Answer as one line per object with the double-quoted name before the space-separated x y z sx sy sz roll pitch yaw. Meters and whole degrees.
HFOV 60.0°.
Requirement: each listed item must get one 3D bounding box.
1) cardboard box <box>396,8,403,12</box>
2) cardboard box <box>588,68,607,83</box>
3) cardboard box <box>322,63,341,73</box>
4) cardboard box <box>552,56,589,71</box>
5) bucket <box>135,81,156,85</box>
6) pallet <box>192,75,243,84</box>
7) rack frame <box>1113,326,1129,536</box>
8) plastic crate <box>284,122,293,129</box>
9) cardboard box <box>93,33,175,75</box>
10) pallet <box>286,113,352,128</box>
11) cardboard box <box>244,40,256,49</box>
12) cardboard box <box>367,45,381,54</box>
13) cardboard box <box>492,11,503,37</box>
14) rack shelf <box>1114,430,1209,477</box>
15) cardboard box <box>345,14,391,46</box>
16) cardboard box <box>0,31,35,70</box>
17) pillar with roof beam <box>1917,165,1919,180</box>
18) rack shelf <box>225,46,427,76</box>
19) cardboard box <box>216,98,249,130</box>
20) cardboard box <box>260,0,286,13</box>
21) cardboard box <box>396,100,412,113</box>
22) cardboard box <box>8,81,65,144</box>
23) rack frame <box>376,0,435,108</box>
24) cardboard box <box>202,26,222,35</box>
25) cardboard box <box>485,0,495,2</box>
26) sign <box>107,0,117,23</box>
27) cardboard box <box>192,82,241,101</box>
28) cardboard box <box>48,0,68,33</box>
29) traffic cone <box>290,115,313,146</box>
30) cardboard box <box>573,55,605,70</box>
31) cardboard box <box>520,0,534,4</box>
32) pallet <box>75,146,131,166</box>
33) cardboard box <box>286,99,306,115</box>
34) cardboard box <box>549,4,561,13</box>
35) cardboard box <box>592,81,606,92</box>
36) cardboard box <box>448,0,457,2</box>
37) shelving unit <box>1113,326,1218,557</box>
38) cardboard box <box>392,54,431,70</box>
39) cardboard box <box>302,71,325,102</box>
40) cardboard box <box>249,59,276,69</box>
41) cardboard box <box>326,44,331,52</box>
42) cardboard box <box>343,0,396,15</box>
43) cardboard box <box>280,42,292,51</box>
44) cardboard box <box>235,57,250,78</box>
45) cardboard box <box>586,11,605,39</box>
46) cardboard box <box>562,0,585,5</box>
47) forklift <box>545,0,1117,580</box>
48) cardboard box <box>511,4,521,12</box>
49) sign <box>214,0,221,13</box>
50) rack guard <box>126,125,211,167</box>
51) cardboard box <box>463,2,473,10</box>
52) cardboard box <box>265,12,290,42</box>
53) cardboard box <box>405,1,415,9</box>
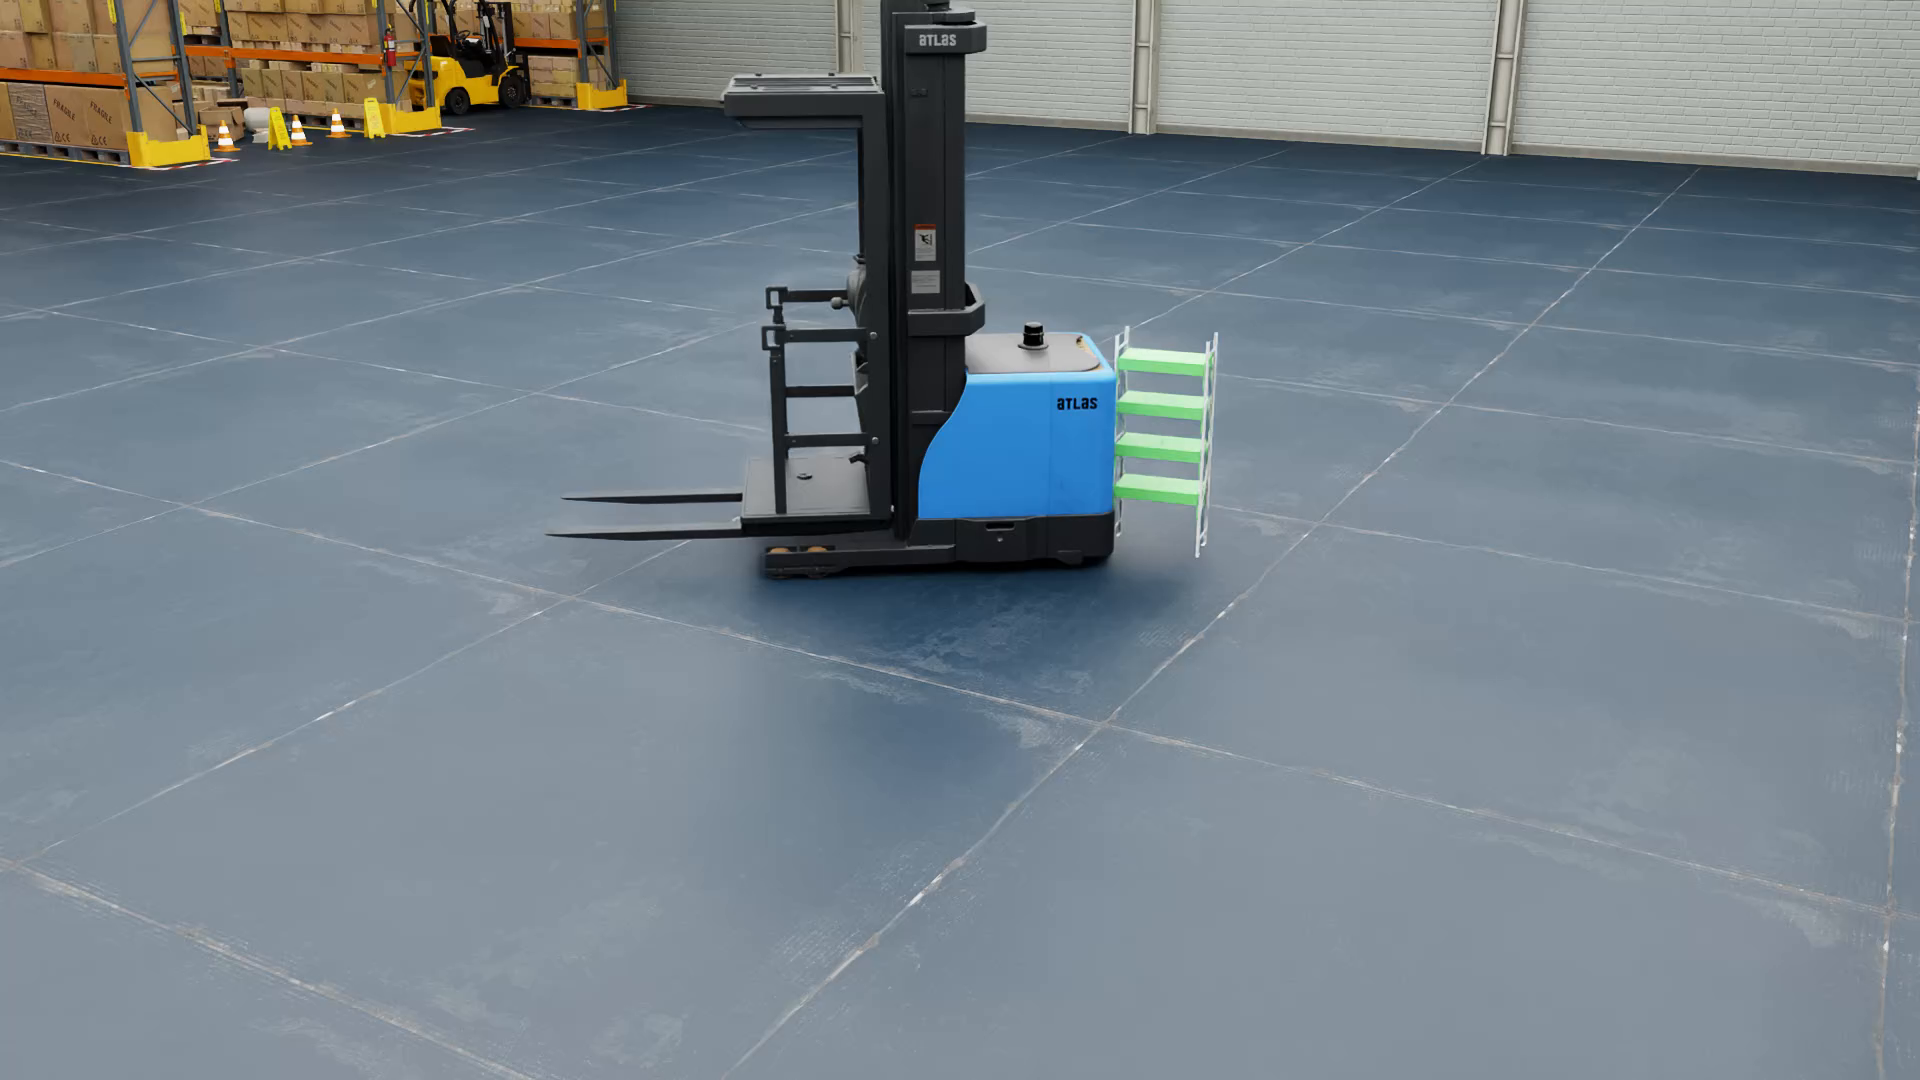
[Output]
"cardboard box" -11.648 -10.989 34.747 0.500 0.250 0.500 10 22 26
"cardboard box" -7.460 -9.350 33.426 0.500 0.250 0.500 11 23 28
"cardboard box" -10.966 -8.294 29.196 0.250 0.149 0.380 11 23 28
"cardboard box" -7.705 -9.429 32.910 0.500 0.250 0.500 12 23 29
"bucket" -14.143 -7.606 28.506 0.726 0.611 0.620 -16 16 -38
"pallet" -16.898 -10.631 38.363 1.213 0.211 1.003 11 23 27
"rack frame" 0.874 -0.563 9.158 0.015 1.200 0.240 7 21 18
"plastic crate" -12.089 -7.380 29.592 0.583 0.080 0.402 3 20 9
"cardboard box" -12.240 -7.220 24.651 0.550 0.550 0.875 11 23 27
"pallet" -11.387 -7.643 30.125 1.213 0.211 1.003 11 23 27
"cardboard box" -12.696 -8.965 30.048 0.250 0.149 0.380 12 23 29
"cardboard box" -9.999 -8.472 28.691 0.250 0.149 0.380 12 23 29
"cardboard box" -9.048 -10.376 33.423 0.500 0.500 0.500 11 23 28
"rack shelf" 1.105 -0.476 9.104 0.480 0.148 0.258 7 21 18
"cardboard box" -10.176 -8.787 28.608 0.500 0.500 0.500 10 22 26
"cardboard box" -14.153 -7.570 25.615 0.550 0.550 0.875 11 23 27
"pillar with roof beam" 11.534 -8.002 18.228 0.400 9.000 9.100 11 23 27
"rack shelf" -11.314 -8.586 29.692 4.000 0.370 1.077 11 23 27
"cardboard box" -12.788 -7.500 29.304 0.500 0.500 0.500 -7 21 -20
"cardboard box" -11.921 -9.593 29.364 0.500 0.500 0.700 10 22 26
"cardboard box" -10.137 -7.713 29.647 0.500 0.250 0.500 11 22 27
"cardboard box" -14.082 -6.691 25.912 0.875 0.875 0.875 11 23 28
"rack frame" -9.568 -8.592 28.653 0.127 3.000 1.000 11 23 27
"cardboard box" -13.644 -9.340 30.467 0.250 0.149 0.380 11 23 28
"cardboard box" -9.346 -10.895 33.468 0.250 0.149 0.380 11 23 27
"sign" -12.170 -7.598 23.867 0.005 0.325 0.100 11 23 27
"cardboard box" -14.148 -8.424 31.428 0.625 0.372 0.950 12 23 31
"cardboard box" -13.147 -7.951 25.081 0.550 0.550 0.875 11 23 27
"traffic cone" -10.817 -6.700 27.157 0.334 0.463 0.336 11 23 27
"cardboard box" -7.478 -9.581 33.330 0.500 0.250 0.500 10 22 26
"cardboard box" -8.501 -10.700 32.930 0.250 0.149 0.380 11 23 29
"pallet" -12.630 -5.900 25.322 1.213 0.211 1.003 11 23 27
"cardboard box" -11.741 -7.811 29.915 0.500 0.250 0.500 10 22 27
"cardboard box" -7.827 -10.430 32.622 0.250 0.149 0.380 11 23 28
"cardboard box" -7.484 -9.115 33.511 0.500 0.250 0.500 11 23 28
"cardboard box" -10.228 -11.075 33.962 0.250 0.149 0.380 11 23 28
"shelving unit" 1.105 -0.536 9.082 0.503 1.200 0.258 7 21 18
"cardboard box" -11.777 -10.031 35.487 0.625 0.625 0.875 11 22 27
"cardboard box" -11.289 -8.077 29.549 0.500 0.500 0.500 10 22 26
"cardboard box" -12.597 -8.602 30.047 0.250 0.149 0.380 11 23 28
"cardboard box" -10.882 -8.649 29.178 0.250 0.149 0.380 11 23 28
"cardboard box" -10.120 -9.269 28.469 0.500 0.500 0.700 10 22 26
"cardboard box" -11.829 -8.776 29.527 0.250 0.149 0.380 11 23 28
"cardboard box" -15.961 -10.683 37.466 0.500 0.500 0.500 10 22 25
"cardboard box" -7.447 -10.282 33.166 0.500 0.500 0.500 12 23 29
"cardboard box" -7.566 -10.559 32.541 0.250 0.149 0.380 11 23 27
"forklift" -0.715 -1.357 8.806 3.031 2.935 1.130 -2 20 -5
"cardboard box" -8.722 -10.603 33.097 0.250 0.149 0.380 11 23 28
"sign" -13.327 -9.636 29.832 0.005 0.325 0.100 11 23 27
"rack guard" -11.873 -5.923 24.959 0.348 0.500 1.175 11 23 27
"cardboard box" -9.845 -10.815 33.684 0.250 0.149 0.380 11 23 28
"cardboard box" -11.930 -9.124 29.536 0.500 0.500 0.500 11 22 27
"cardboard box" -11.283 -11.116 34.512 0.250 0.149 0.380 10 22 27
